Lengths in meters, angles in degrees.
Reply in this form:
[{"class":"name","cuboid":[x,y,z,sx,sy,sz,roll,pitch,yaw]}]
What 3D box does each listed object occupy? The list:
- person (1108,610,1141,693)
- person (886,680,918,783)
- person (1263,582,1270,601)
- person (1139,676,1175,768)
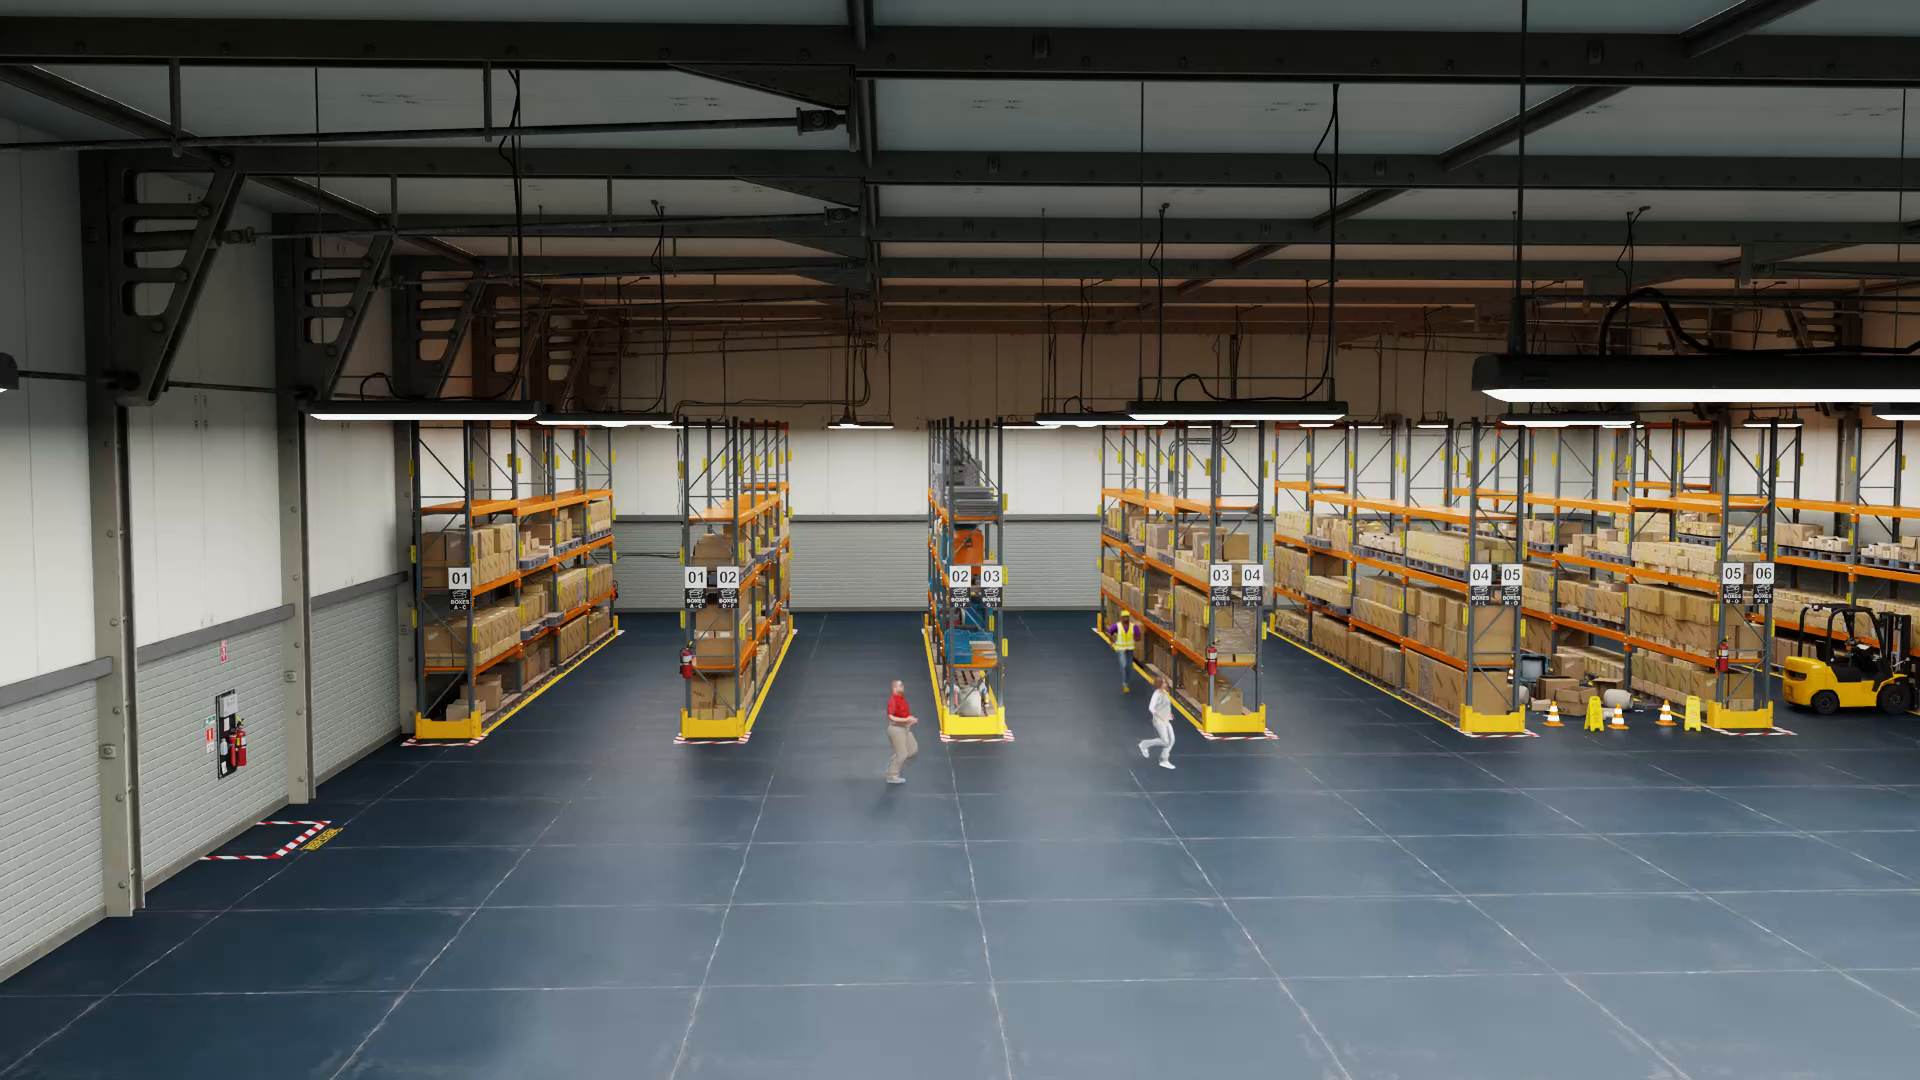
[{"class":"person","cuboid":[3.646,2.422,36.621,0.700,1.754,0.989,-1,4,-9]},{"class":"person","cuboid":[-0.927,3.109,27.014,0.602,1.688,0.650,1,4,15]},{"class":"person","cuboid":[8.644,1.749,48.518,0.574,1.621,0.642,-3,5,-43]},{"class":"person","cuboid":[3.387,3.104,28.405,0.623,1.564,0.545,2,4,28]}]
